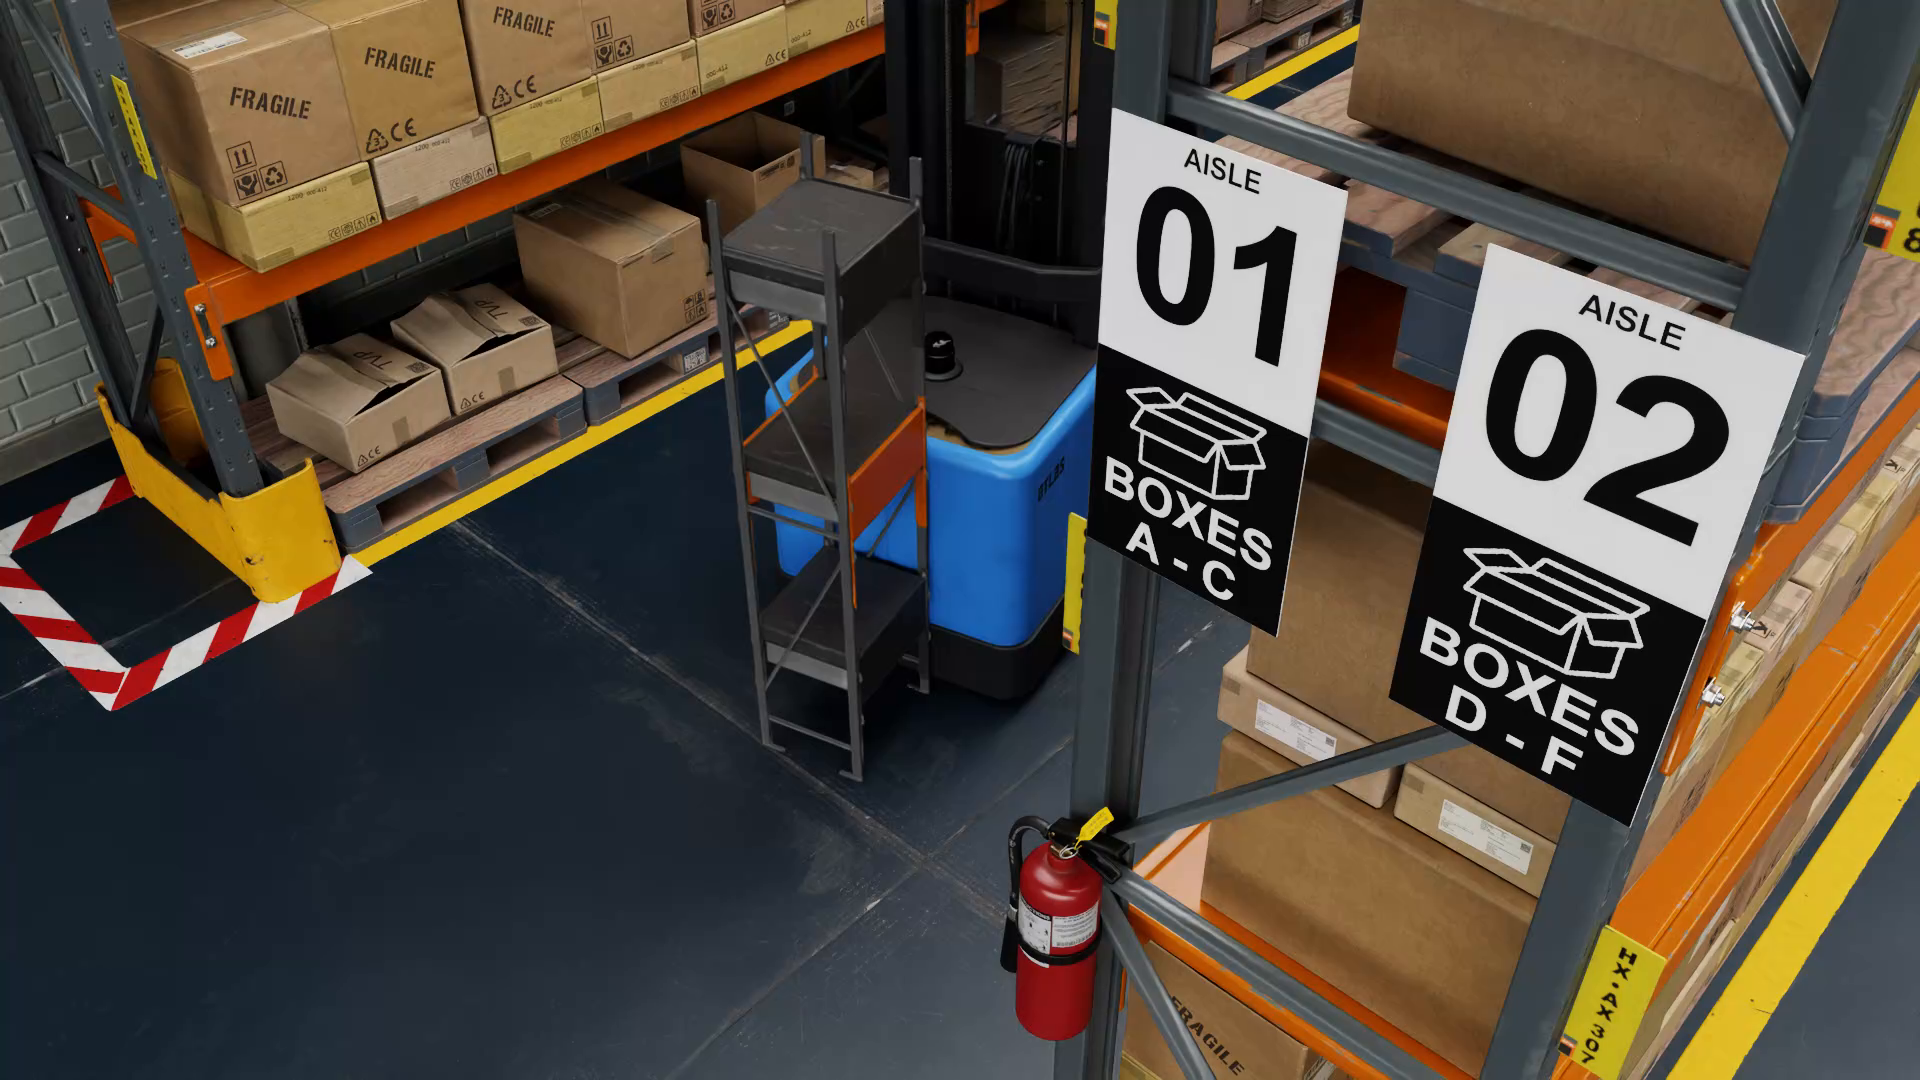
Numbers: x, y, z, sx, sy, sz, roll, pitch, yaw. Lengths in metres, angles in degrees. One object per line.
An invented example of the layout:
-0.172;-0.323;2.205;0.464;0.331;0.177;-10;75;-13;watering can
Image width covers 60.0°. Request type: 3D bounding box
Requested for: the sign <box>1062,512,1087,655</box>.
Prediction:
0.237;0.097;3.097;0.100;0.325;0.005;30;47;32;sign

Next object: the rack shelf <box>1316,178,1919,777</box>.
1.977;-0.934;3.683;1.077;0.370;4.000;30;47;32;rack shelf

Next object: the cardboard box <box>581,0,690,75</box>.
-1.454;-2.237;6.655;0.500;0.500;0.500;31;48;33;cardboard box

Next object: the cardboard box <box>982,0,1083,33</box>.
0.446;-3.075;9.260;0.500;0.250;0.500;29;47;31;cardboard box

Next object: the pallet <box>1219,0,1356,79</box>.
1.838;-3.427;10.890;1.003;0.211;1.213;30;47;32;pallet

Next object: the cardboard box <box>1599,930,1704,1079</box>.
1.490;1.112;4.211;0.500;0.500;0.500;30;47;32;cardboard box

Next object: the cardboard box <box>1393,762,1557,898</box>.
1.051;0.494;3.117;0.380;0.149;0.250;29;47;32;cardboard box

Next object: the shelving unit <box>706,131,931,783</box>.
-0.401;-0.184;5.295;0.431;2.100;0.503;18;42;21;shelving unit

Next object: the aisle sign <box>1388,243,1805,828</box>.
0.810;0.018;2.228;0.394;0.787;0.004;30;47;32;aisle sign

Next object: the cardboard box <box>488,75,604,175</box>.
-1.780;-1.717;6.604;0.500;0.250;0.500;29;47;31;cardboard box

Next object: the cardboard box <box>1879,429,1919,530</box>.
2.089;-0.212;4.005;0.380;0.149;0.250;30;47;32;cardboard box

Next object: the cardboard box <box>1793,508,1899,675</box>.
1.995;-0.084;4.365;0.700;0.500;0.500;31;48;33;cardboard box

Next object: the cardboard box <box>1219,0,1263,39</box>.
1.485;-3.530;10.434;0.700;0.500;0.500;30;47;32;cardboard box

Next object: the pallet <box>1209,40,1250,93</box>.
1.014;-2.869;10.188;1.003;0.211;1.213;30;47;32;pallet

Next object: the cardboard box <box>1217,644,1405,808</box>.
0.745;0.328;3.325;0.380;0.149;0.250;29;47;31;cardboard box

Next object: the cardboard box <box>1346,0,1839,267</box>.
1.019;-0.819;2.427;0.637;0.503;0.797;-31;48;-33;cardboard box

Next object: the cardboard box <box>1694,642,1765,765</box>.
1.397;0.258;3.414;0.380;0.149;0.250;30;47;32;cardboard box

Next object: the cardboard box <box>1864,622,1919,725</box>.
2.829;0.187;5.374;0.500;0.500;0.500;30;47;32;cardboard box

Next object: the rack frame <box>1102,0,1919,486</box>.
0.628;-1.471;1.370;1.000;3.000;0.127;30;47;32;rack frame

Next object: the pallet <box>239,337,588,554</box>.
-2.406;-0.503;7.213;1.003;0.211;1.213;30;47;32;pallet

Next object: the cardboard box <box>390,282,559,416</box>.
-2.113;-0.863;7.232;0.500;0.311;0.500;-30;47;-32;cardboard box

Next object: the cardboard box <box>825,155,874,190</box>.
-0.671;-1.844;8.582;0.380;0.166;0.250;23;44;27;cardboard box

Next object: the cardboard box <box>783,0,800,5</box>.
-0.756;-2.703;7.241;0.500;0.500;0.500;29;47;32;cardboard box

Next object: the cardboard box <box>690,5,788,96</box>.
-1.099;-2.180;7.186;0.500;0.250;0.500;29;47;32;cardboard box

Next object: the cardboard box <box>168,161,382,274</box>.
-2.468;-1.241;6.005;0.500;0.250;0.500;28;46;31;cardboard box

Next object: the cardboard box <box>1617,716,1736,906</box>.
1.303;0.386;3.775;0.700;0.500;0.500;31;48;33;cardboard box

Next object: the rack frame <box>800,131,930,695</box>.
-0.290;-0.320;5.465;0.400;2.100;0.015;18;42;21;rack frame

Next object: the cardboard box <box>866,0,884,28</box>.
-0.429;-2.643;7.768;0.500;0.250;0.500;30;47;32;cardboard box

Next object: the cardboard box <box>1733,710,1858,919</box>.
2.168;0.654;4.786;0.500;0.500;0.500;30;47;32;cardboard box

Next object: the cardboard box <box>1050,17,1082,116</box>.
0.463;-2.836;9.562;0.700;0.500;0.500;29;47;31;cardboard box

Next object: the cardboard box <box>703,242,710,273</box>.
-1.426;-1.369;7.998;0.380;0.149;0.250;26;45;29;cardboard box

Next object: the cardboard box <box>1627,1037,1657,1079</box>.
1.488;1.405;4.445;0.500;0.250;0.500;30;47;32;cardboard box

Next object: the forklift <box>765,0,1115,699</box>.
0.436;-1.488;6.266;1.130;2.935;3.031;18;42;21;forklift

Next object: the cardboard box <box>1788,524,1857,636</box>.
1.747;0.019;3.714;0.380;0.149;0.250;28;46;31;cardboard box

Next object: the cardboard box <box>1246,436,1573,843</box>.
0.988;0.097;3.096;0.700;0.500;0.500;30;47;32;cardboard box

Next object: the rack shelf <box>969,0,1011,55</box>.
1.017;-3.676;9.541;1.077;0.370;4.000;30;47;32;rack shelf

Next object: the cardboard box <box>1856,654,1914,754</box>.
2.830;0.482;5.606;0.500;0.250;0.500;30;47;32;cardboard box

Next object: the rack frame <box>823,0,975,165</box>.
-0.333;-3.039;8.162;1.000;3.000;0.127;30;47;32;rack frame

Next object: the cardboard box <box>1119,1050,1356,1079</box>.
0.771;1.418;4.428;0.500;0.250;0.500;30;47;32;cardboard box

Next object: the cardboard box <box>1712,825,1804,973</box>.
2.167;0.948;5.020;0.500;0.250;0.500;30;47;32;cardboard box

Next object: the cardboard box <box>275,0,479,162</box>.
-2.147;-1.760;6.055;0.500;0.500;0.500;30;47;32;cardboard box

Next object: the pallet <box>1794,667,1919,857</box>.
2.759;0.479;5.978;1.003;0.211;1.213;30;47;32;pallet

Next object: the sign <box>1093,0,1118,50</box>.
0.237;-0.847;2.347;0.100;0.325;0.005;30;47;32;sign

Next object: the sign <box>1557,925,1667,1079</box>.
1.033;0.743;2.646;0.100;0.325;0.005;30;47;32;sign

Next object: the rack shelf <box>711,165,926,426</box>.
-0.401;-0.722;4.868;0.431;0.518;0.480;18;42;21;rack shelf

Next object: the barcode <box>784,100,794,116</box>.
-0.874;-2.211;8.518;0.001;0.075;0.075;30;47;32;barcode

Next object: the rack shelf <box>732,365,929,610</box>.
-0.401;-0.174;5.303;0.431;0.518;0.480;18;42;21;rack shelf

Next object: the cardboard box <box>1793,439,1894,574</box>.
1.678;-0.379;3.694;0.700;0.500;0.500;30;47;32;cardboard box

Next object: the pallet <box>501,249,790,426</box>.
-1.583;-1.061;7.915;1.003;0.211;1.213;30;47;32;pallet

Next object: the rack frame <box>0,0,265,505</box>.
-3.031;-1.201;5.851;1.000;3.000;0.127;30;47;32;rack frame
